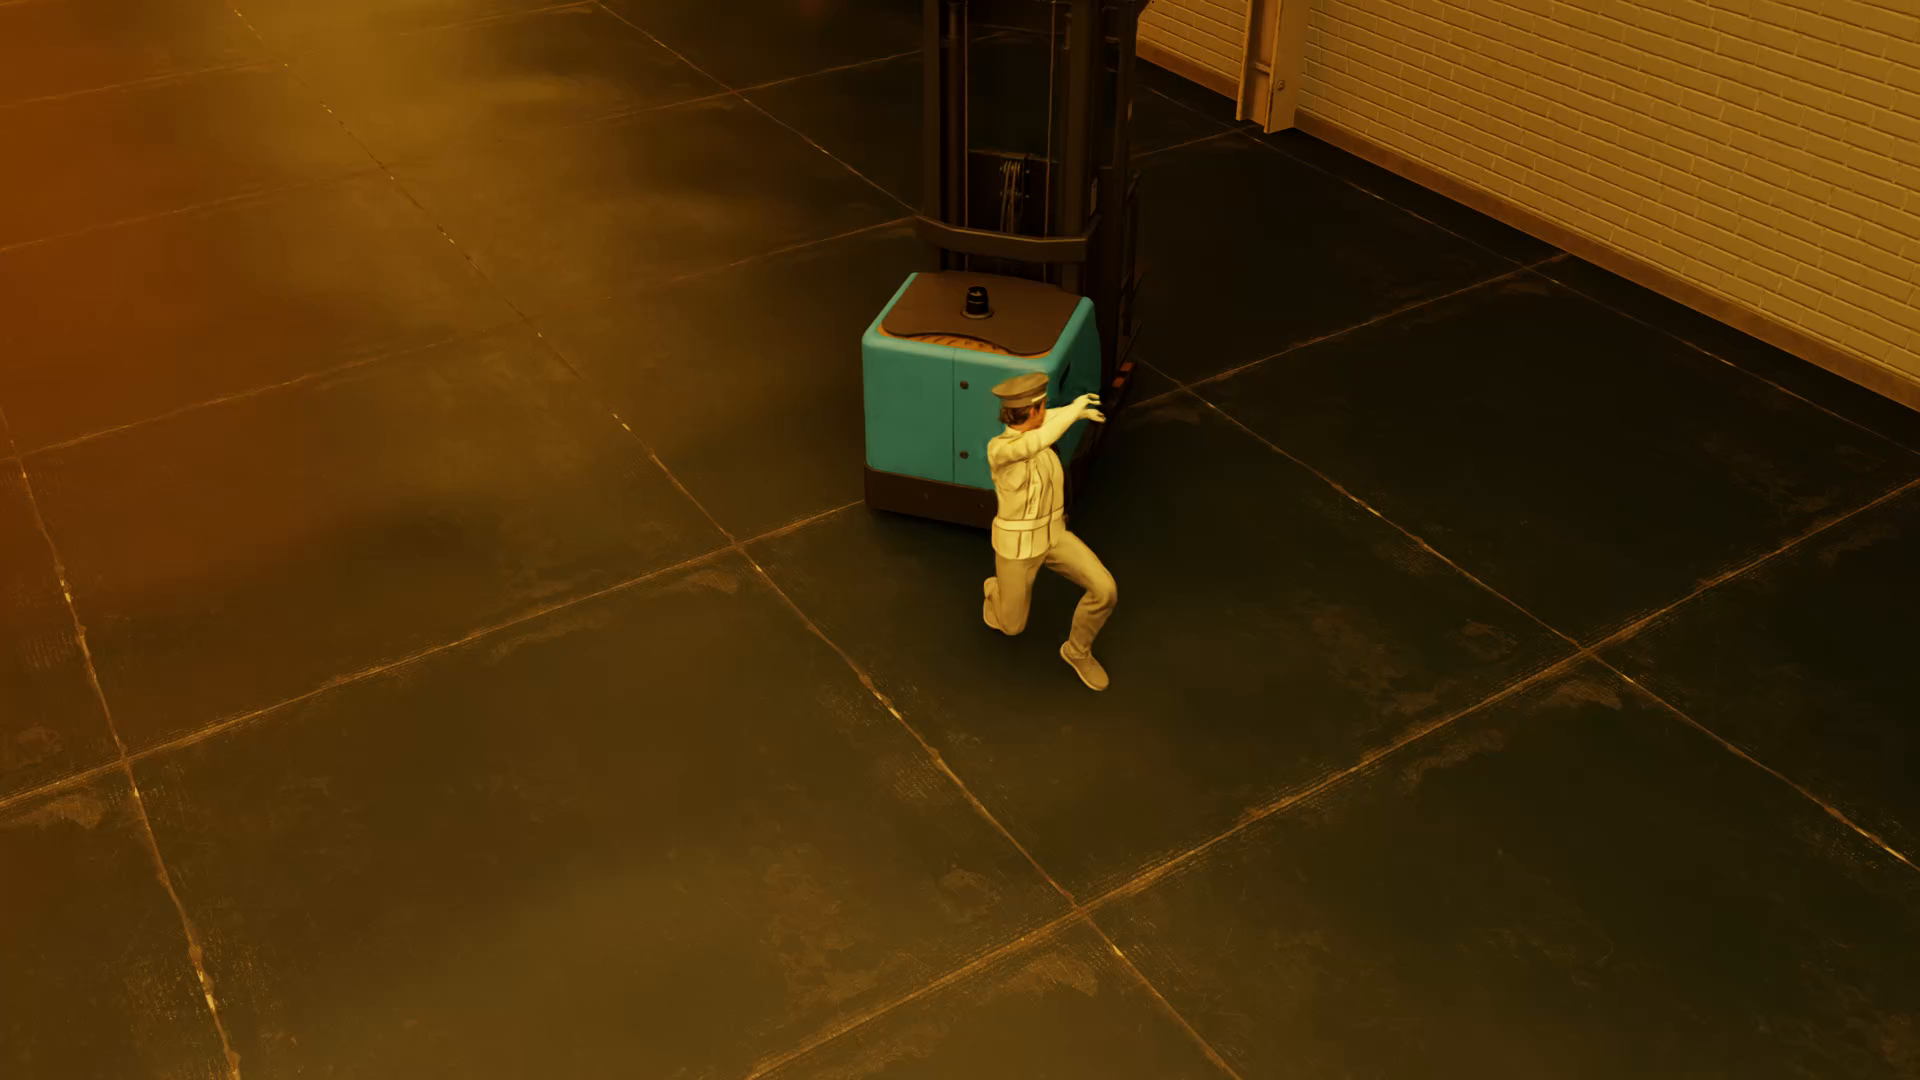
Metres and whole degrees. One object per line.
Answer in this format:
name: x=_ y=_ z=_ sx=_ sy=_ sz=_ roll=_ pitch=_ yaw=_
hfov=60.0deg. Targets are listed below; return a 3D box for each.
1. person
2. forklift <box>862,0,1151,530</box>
person: x=0.557 y=-0.132 z=7.689 sx=0.943 sy=1.392 sz=0.882 roll=-27 pitch=43 yaw=-33
forklift: x=0.430 y=-2.058 z=9.076 sx=1.130 sy=2.935 sz=3.031 roll=11 pitch=36 yaw=15
